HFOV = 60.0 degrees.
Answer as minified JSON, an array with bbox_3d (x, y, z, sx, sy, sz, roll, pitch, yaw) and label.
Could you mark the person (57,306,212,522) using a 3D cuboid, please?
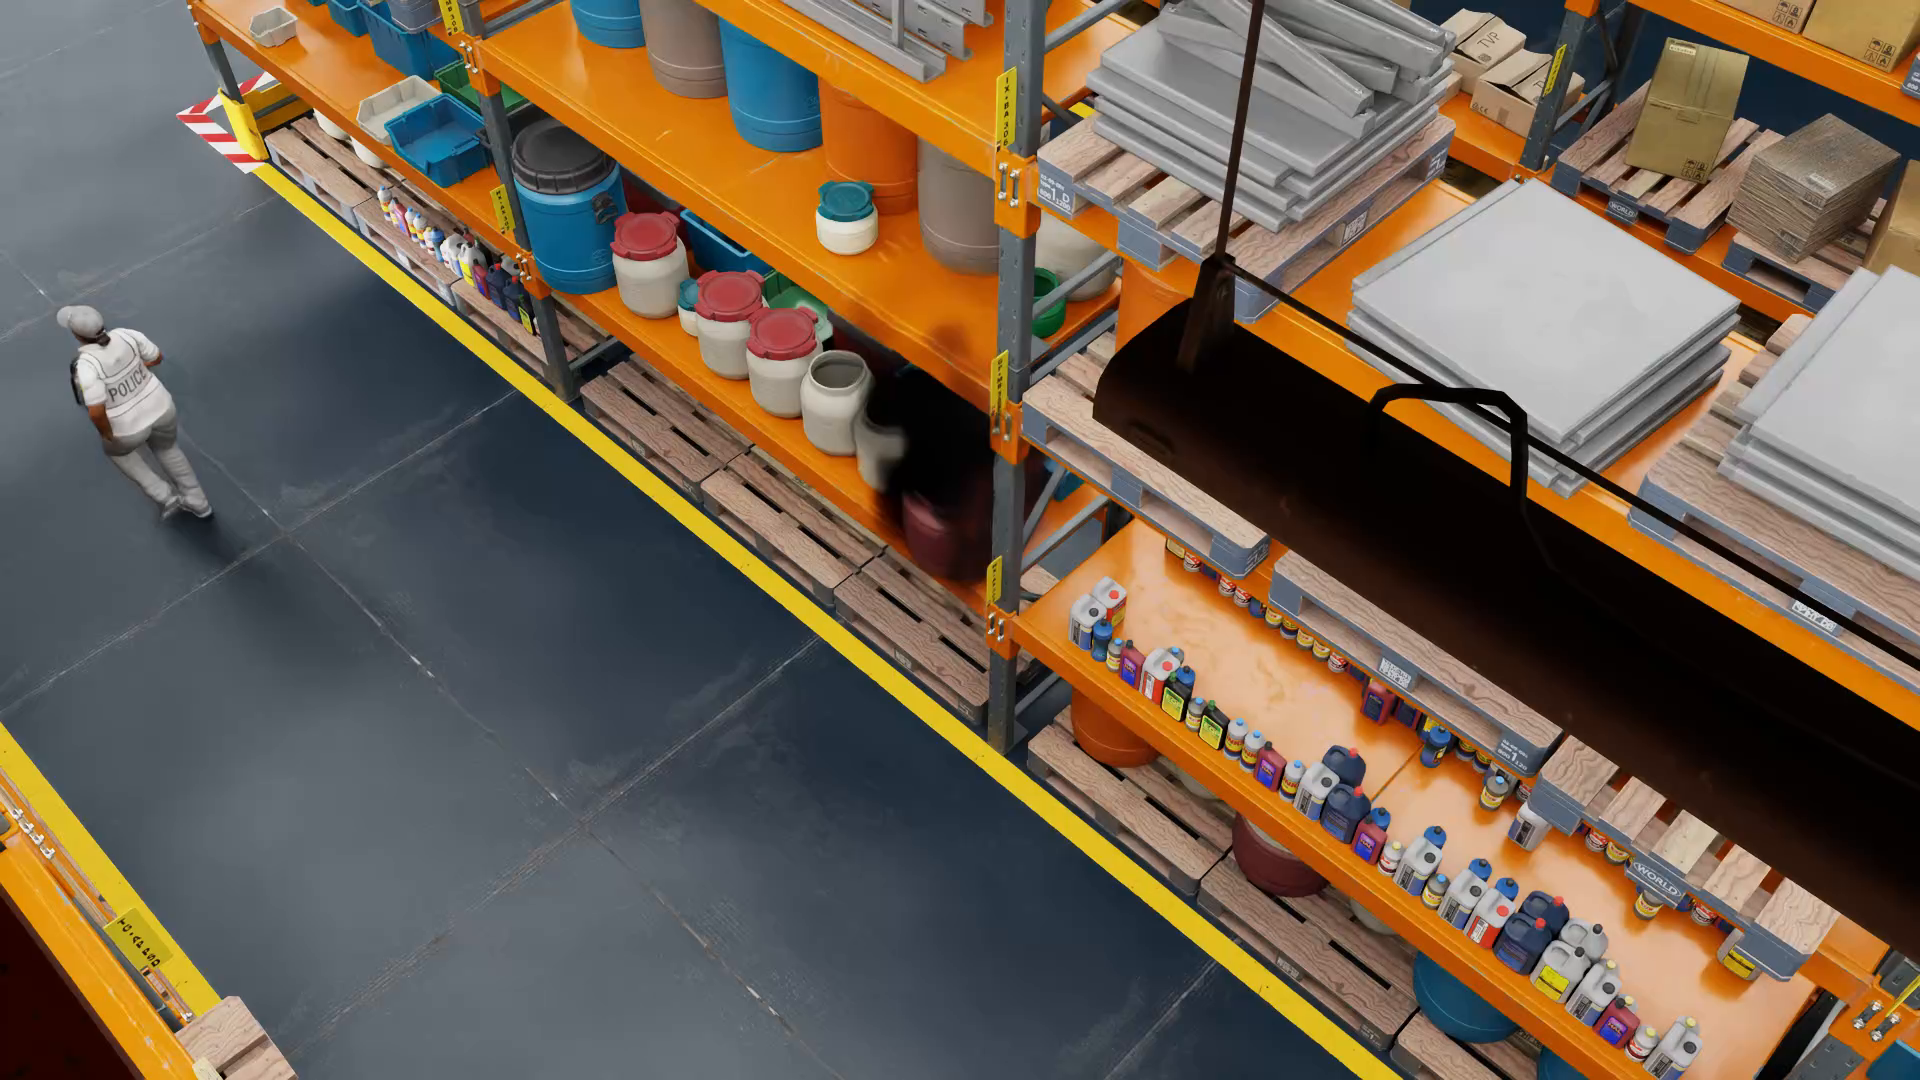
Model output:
[{"bbox_3d":[-4.975,-0.777,9.972,0.581,1.629,0.604,27,55,21],"label":"person"}]
